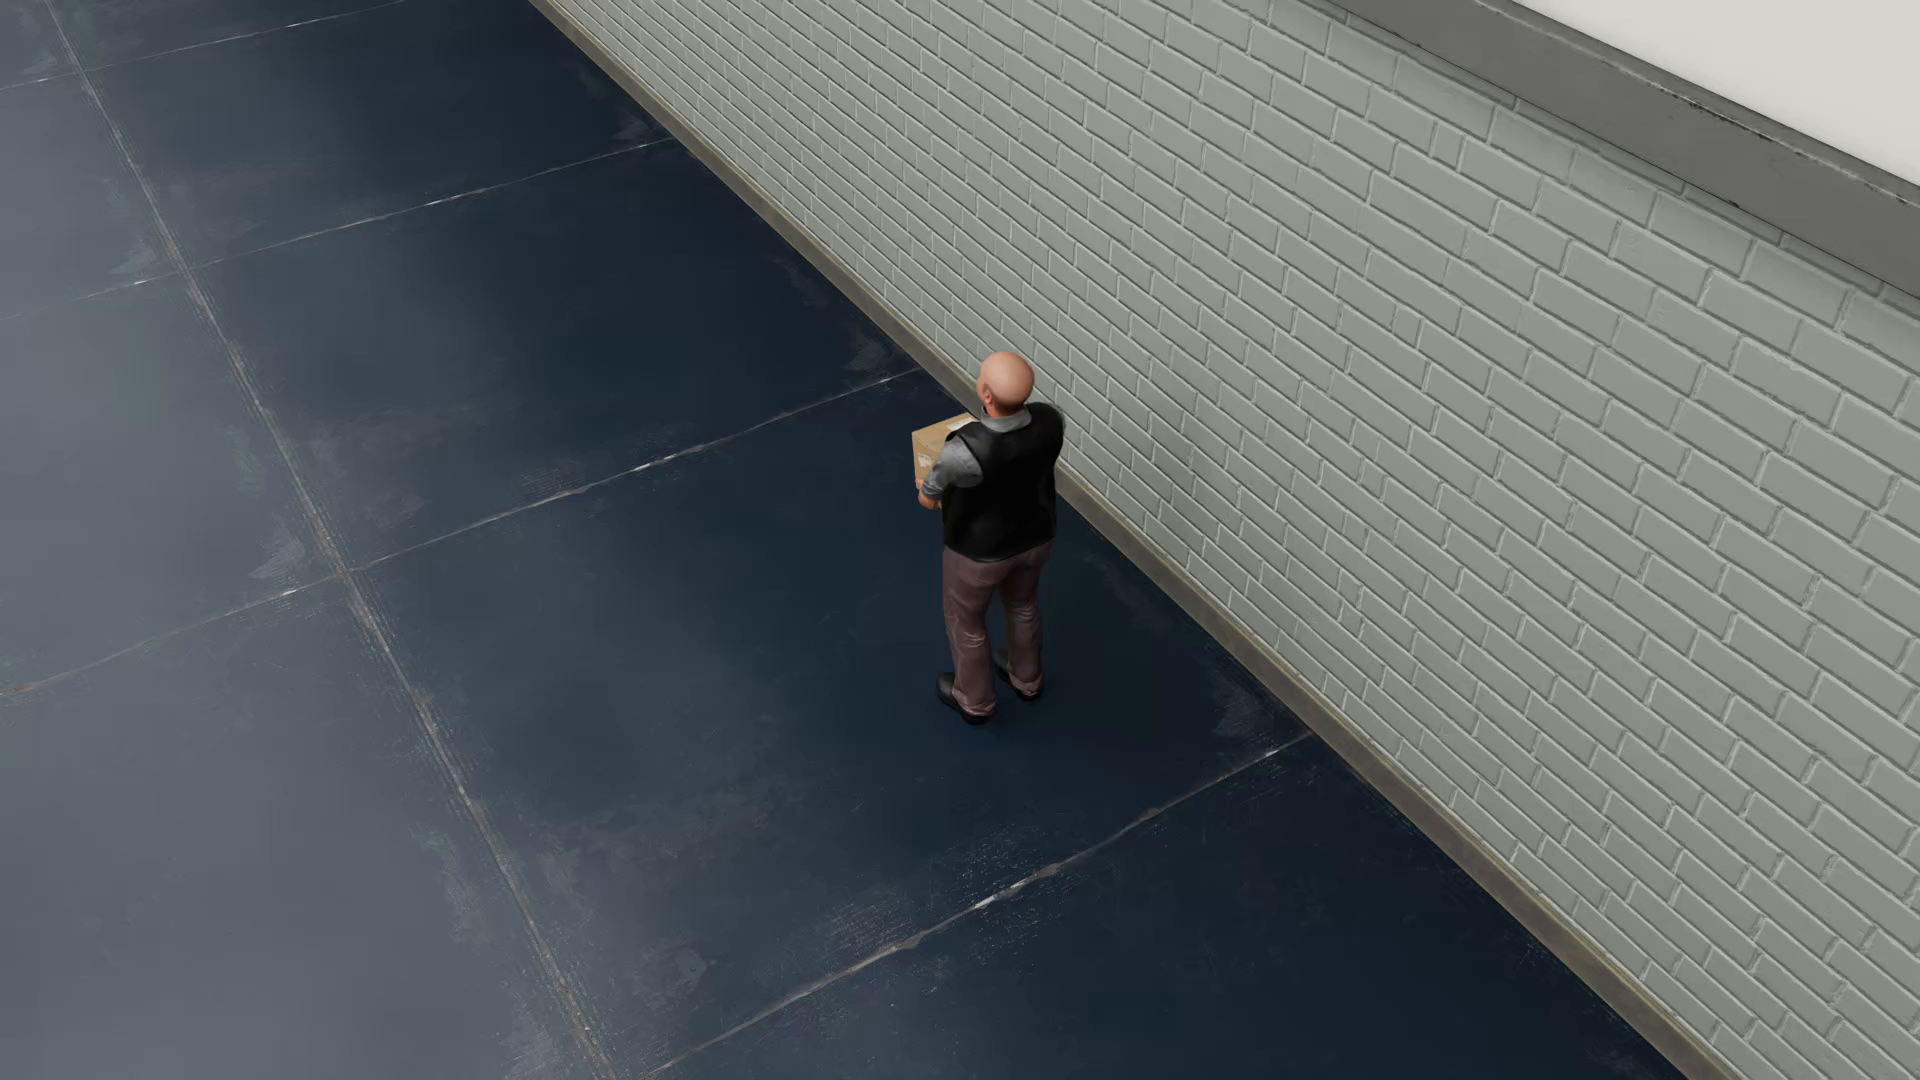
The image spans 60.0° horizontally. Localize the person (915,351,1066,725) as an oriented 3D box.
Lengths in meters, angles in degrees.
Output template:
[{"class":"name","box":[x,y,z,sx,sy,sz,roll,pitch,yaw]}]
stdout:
[{"class":"person","box":[0.076,-0.058,6.251,0.494,1.711,0.547,-22,45,-24]}]
